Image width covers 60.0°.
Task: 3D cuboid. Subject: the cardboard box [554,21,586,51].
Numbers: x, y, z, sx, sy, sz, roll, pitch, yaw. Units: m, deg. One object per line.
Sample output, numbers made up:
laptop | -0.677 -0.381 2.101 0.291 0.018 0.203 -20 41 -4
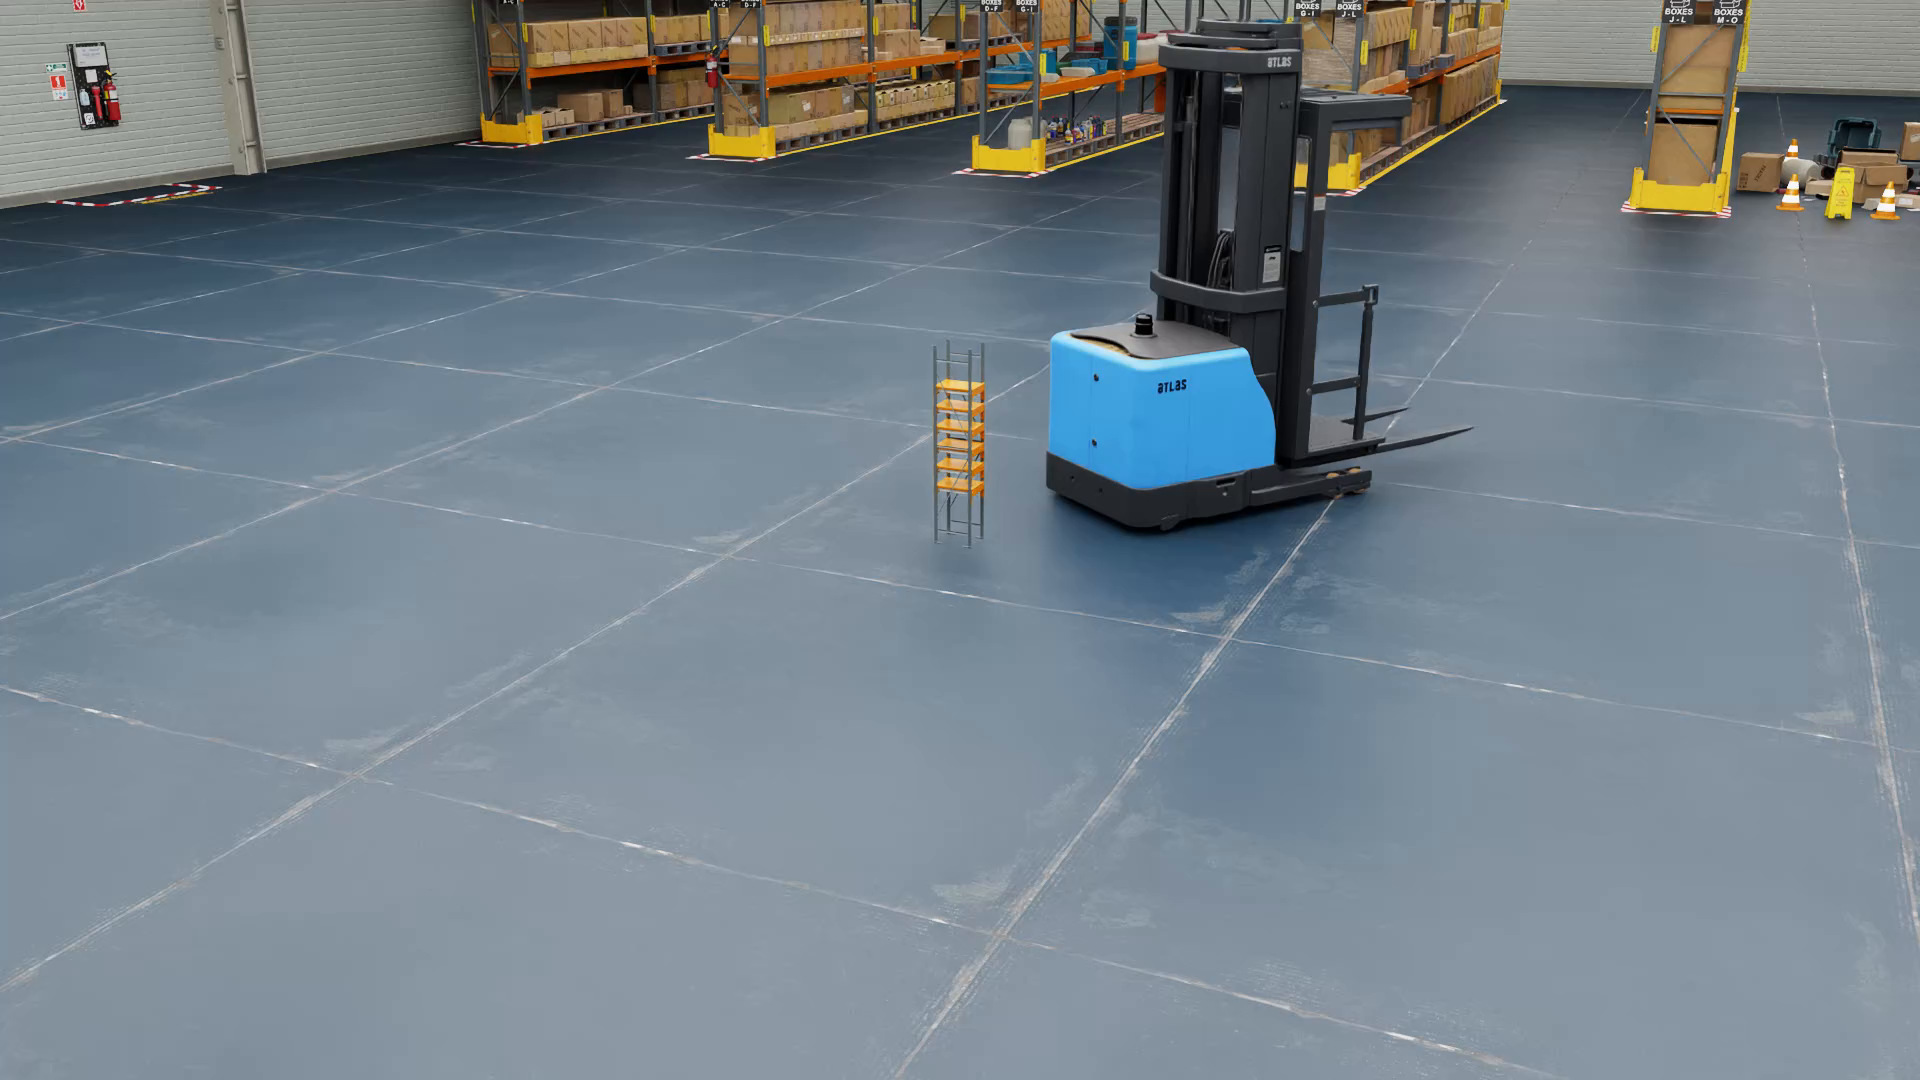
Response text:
cardboard box | -7.349 -9.413 31.035 0.500 0.500 0.500 8 21 21

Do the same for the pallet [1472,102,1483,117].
pallet | 10.606 -9.247 35.654 1.003 0.211 1.213 9 21 23

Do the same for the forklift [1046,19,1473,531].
forklift | 2.082 -1.785 10.614 3.031 2.935 1.130 -11 23 -29

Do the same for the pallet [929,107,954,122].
pallet | -0.824 -8.916 34.725 1.003 0.211 1.213 9 21 23

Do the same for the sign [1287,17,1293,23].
sign | 4.811 -7.447 24.233 0.100 0.325 0.005 9 21 23

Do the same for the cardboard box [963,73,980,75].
cardboard box | 0.139 -10.143 37.088 0.500 0.500 0.500 8 21 21

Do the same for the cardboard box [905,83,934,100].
cardboard box | -0.857 -9.135 33.819 0.500 0.311 0.500 8 21 22

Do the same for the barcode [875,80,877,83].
barcode | -1.605 -8.756 31.755 0.001 0.075 0.075 9 21 23

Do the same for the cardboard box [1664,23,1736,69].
cardboard box | 9.980 -6.646 22.346 0.875 0.550 0.550 9 21 23

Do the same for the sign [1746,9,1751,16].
sign | 15.215 -10.098 32.158 0.100 0.325 0.005 9 21 23

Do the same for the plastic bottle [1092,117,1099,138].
plastic bottle | 2.349 -7.237 29.138 0.144 0.351 0.185 7 21 20

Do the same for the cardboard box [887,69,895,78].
cardboard box | -2.096 -12.240 43.013 0.700 0.500 0.500 8 21 23

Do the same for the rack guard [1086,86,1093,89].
rack guard | 2.794 -11.721 42.180 1.175 0.500 0.348 9 21 23

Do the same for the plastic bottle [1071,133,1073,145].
plastic bottle | 1.860 -6.782 28.082 0.097 0.201 0.097 0 20 0

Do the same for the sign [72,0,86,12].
sign | -12.348 -7.561 23.293 0.001 0.298 0.199 9 21 23

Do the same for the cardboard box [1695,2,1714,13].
cardboard box | 14.653 -10.466 32.837 0.500 0.500 0.500 8 21 21

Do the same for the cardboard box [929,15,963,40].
cardboard box | -0.296 -10.929 35.448 0.700 0.500 0.500 2 20 4

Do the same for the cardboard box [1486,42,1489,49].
cardboard box | 11.178 -10.661 35.846 0.380 0.149 0.250 9 21 23

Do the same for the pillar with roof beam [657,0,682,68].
pillar with roof beam | -2.366 -13.112 33.408 9.100 9.000 0.400 9 21 23

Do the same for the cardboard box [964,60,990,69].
cardboard box | 0.357 -10.662 37.427 0.500 0.250 0.500 9 21 23

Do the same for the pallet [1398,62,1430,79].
pallet | 7.393 -8.016 28.320 1.003 0.211 1.213 9 21 23

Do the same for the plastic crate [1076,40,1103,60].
plastic crate | 2.348 -8.793 30.121 0.402 0.464 0.583 9 21 23

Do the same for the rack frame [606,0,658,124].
rack frame | -6.610 -9.932 33.420 1.000 3.000 0.127 9 21 23

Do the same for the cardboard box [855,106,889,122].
cardboard box | -1.698 -8.245 32.153 0.500 0.250 0.500 8 21 21

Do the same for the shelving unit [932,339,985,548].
shelving unit | -0.006 -0.561 9.755 0.258 1.200 0.189 9 21 23

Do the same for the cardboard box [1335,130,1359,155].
cardboard box | 5.794 -6.066 25.654 0.500 0.500 0.500 15 25 37

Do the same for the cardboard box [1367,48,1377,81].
cardboard box | 5.899 -7.338 25.533 0.875 0.500 0.500 9 21 23

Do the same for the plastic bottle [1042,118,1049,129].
plastic bottle | 1.468 -7.154 28.906 0.144 0.351 0.185 8 21 22

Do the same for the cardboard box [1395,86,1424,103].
cardboard box | 8.130 -8.126 30.297 0.500 0.250 0.500 11 22 29

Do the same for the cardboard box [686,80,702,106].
cardboard box | -5.912 -9.504 35.291 0.700 0.500 0.500 9 21 23

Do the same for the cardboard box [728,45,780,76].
cardboard box | -3.524 -8.219 28.453 0.700 0.500 0.500 9 21 23

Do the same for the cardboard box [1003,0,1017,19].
cardboard box | 1.158 -12.407 38.739 0.500 0.500 0.500 9 21 23

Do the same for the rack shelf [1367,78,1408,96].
rack shelf | 6.128 -6.943 26.088 1.077 0.370 4.000 9 21 23

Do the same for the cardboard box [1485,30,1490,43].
cardboard box | 11.070 -10.826 35.714 0.500 0.250 0.500 9 22 24

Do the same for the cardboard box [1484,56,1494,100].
cardboard box | 11.299 -10.273 36.924 0.875 0.875 0.875 9 21 23

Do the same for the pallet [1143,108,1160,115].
pallet | 4.351 -8.728 34.197 1.003 0.211 1.213 9 21 23

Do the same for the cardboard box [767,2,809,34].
cardboard box | -3.086 -9.162 29.169 0.700 0.500 0.500 9 21 23

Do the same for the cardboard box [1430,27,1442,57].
cardboard box | 8.263 -9.006 30.040 0.700 0.500 0.500 12 23 31

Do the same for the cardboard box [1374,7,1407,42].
cardboard box | 6.810 -8.223 26.529 0.500 0.500 0.500 9 21 23

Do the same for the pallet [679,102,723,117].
pallet | -5.794 -9.231 35.609 1.003 0.211 1.213 9 21 23

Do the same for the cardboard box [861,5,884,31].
cardboard box | -2.504 -13.129 41.961 0.980 0.700 0.700 7 21 20

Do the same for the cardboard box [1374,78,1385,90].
cardboard box | 6.346 -7.052 25.695 0.380 0.149 0.250 9 21 23

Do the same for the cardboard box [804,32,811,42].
cardboard box | -2.844 -8.868 29.310 0.380 0.149 0.250 8 21 22

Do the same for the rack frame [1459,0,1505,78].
rack frame | 11.861 -11.561 38.001 1.000 3.000 0.127 9 21 23

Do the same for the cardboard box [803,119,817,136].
cardboard box | -2.898 -7.373 29.700 0.500 0.250 0.500 9 21 23

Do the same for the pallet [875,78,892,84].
pallet | -2.453 -11.660 42.440 1.003 0.211 1.213 9 21 23

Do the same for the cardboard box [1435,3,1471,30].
cardboard box | 9.969 -10.662 33.826 0.797 0.503 0.637 8 21 21

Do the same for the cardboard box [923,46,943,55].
cardboard box | -0.567 -10.045 34.113 0.380 0.149 0.250 9 21 23

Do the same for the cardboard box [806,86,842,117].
cardboard box | -2.496 -8.033 30.437 0.500 0.500 0.500 9 21 23

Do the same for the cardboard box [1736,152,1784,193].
cardboard box | 11.731 -5.390 24.374 0.500 0.500 0.500 13 23 32

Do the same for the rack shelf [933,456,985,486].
rack shelf | -0.006 -0.406 9.810 0.258 0.103 0.180 9 21 23

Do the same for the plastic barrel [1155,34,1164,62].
plastic barrel | 3.668 -9.376 31.688 0.421 0.512 0.421 0 20 0
